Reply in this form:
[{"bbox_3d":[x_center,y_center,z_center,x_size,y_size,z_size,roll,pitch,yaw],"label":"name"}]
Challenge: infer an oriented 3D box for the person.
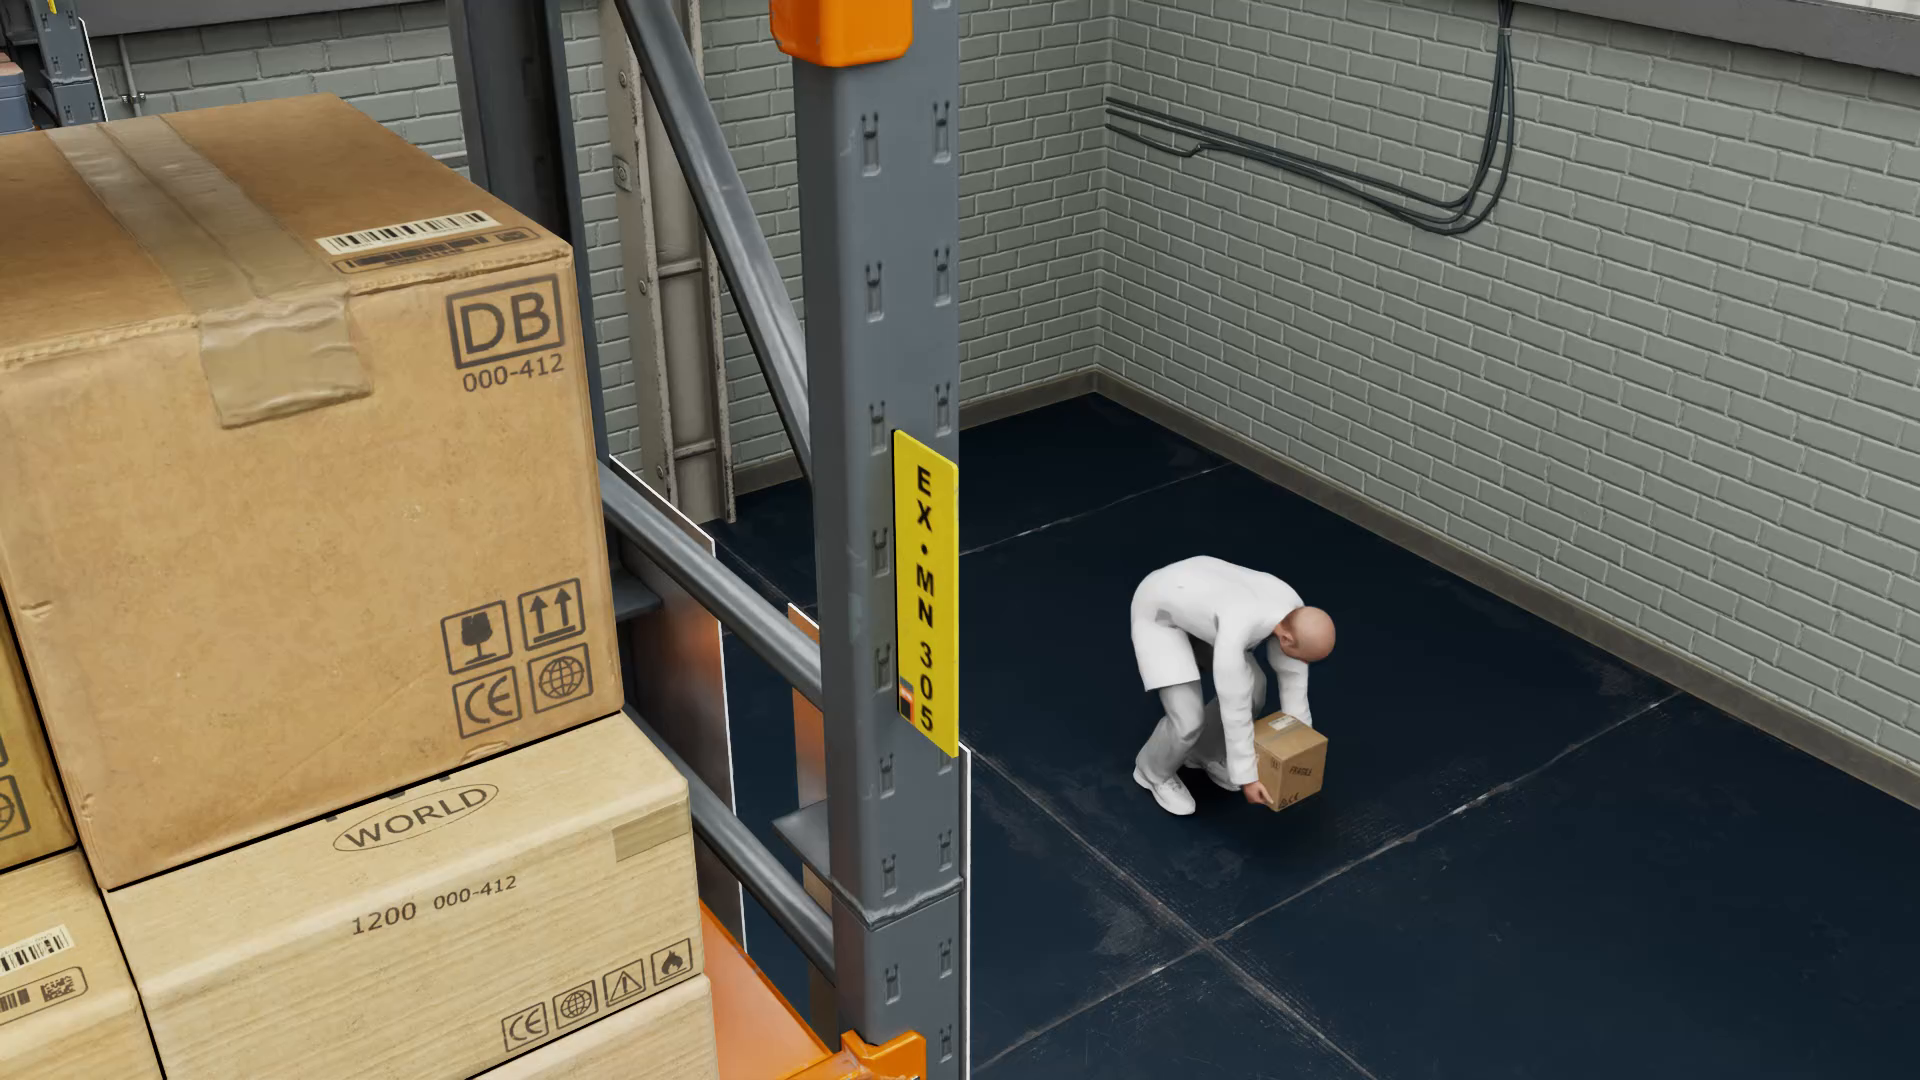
[{"bbox_3d":[1.074,0.625,6.690,0.587,1.101,0.940,-20,34,-33],"label":"person"}]
